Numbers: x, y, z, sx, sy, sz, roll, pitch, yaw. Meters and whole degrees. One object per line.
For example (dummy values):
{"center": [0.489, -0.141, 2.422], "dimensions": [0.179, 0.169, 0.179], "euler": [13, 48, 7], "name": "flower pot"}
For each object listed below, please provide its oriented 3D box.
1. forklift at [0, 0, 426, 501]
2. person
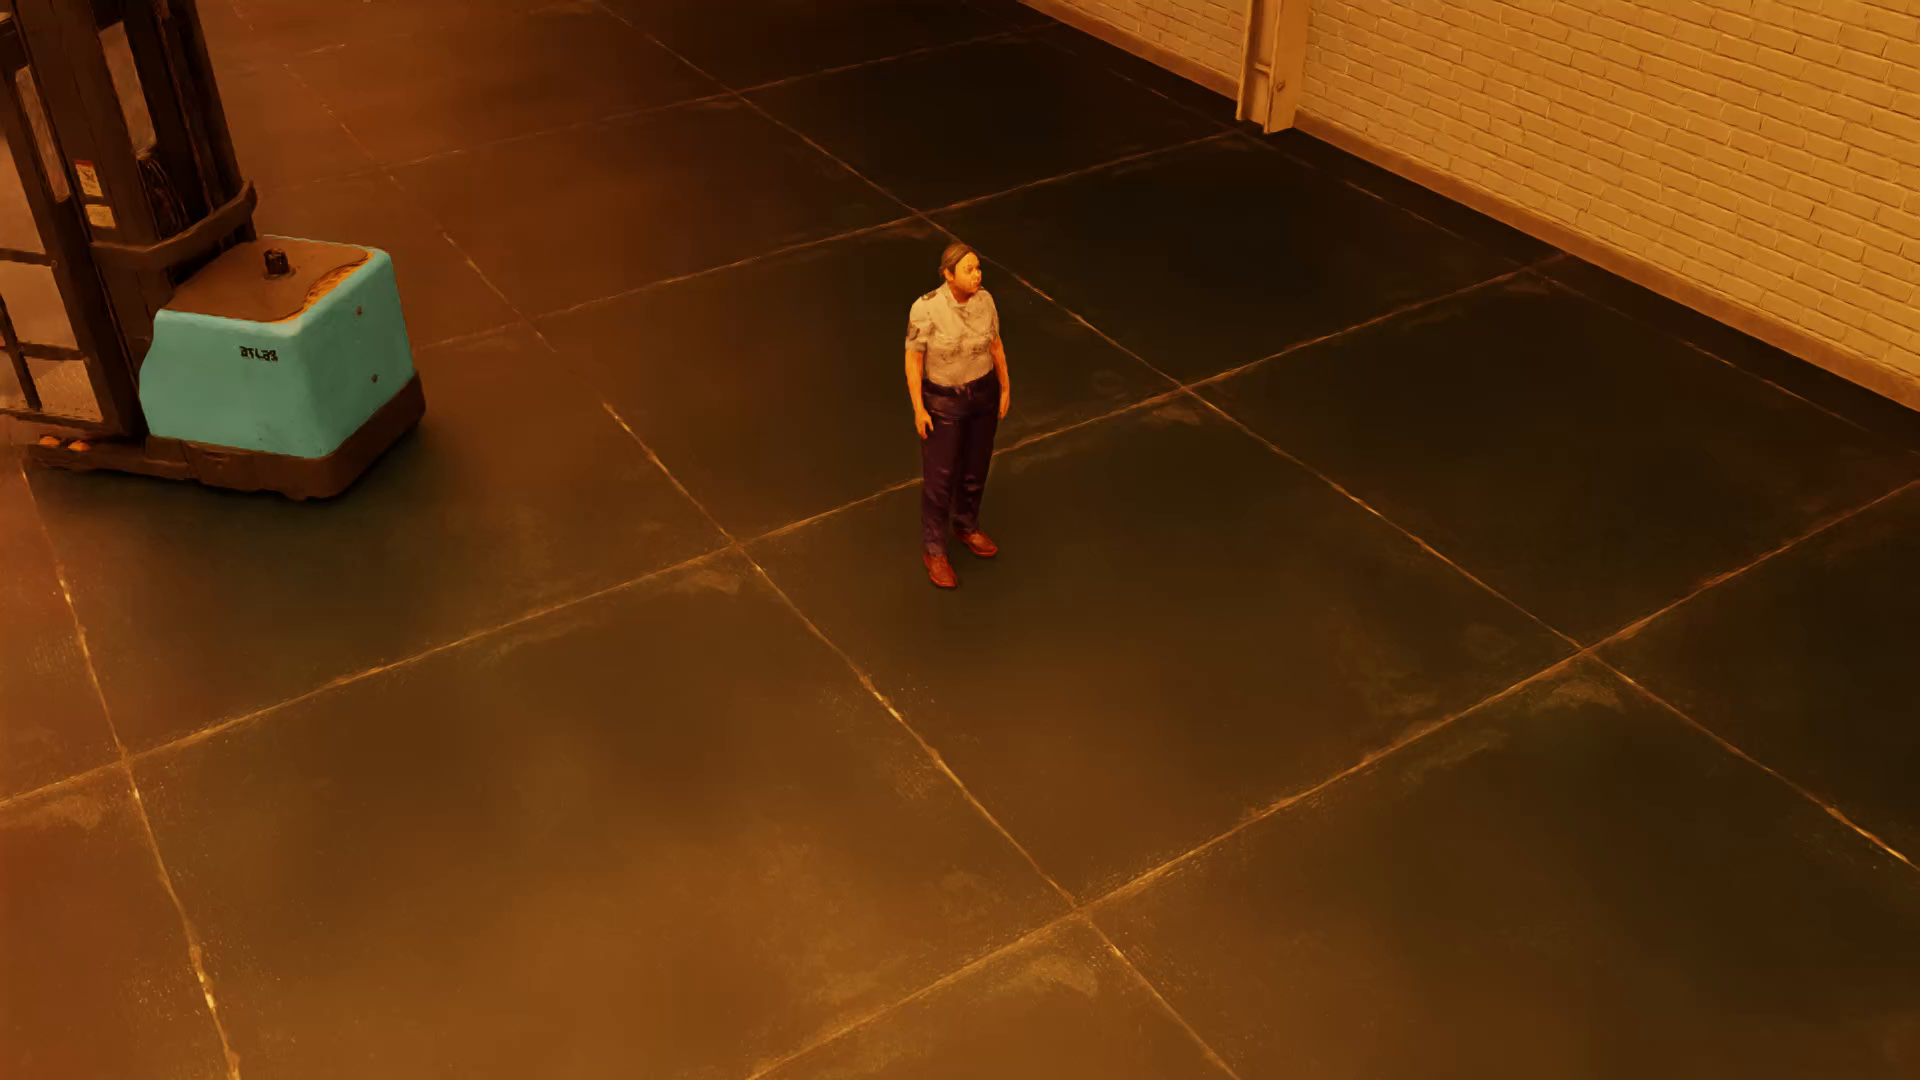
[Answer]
{"center": [-4.673, -1.863, 8.799], "dimensions": [3.031, 2.935, 1.130], "euler": [8, 36, 12], "name": "forklift"}
{"center": [0.030, -0.630, 8.148], "dimensions": [0.599, 1.650, 0.502], "euler": [-21, 40, -27], "name": "person"}
